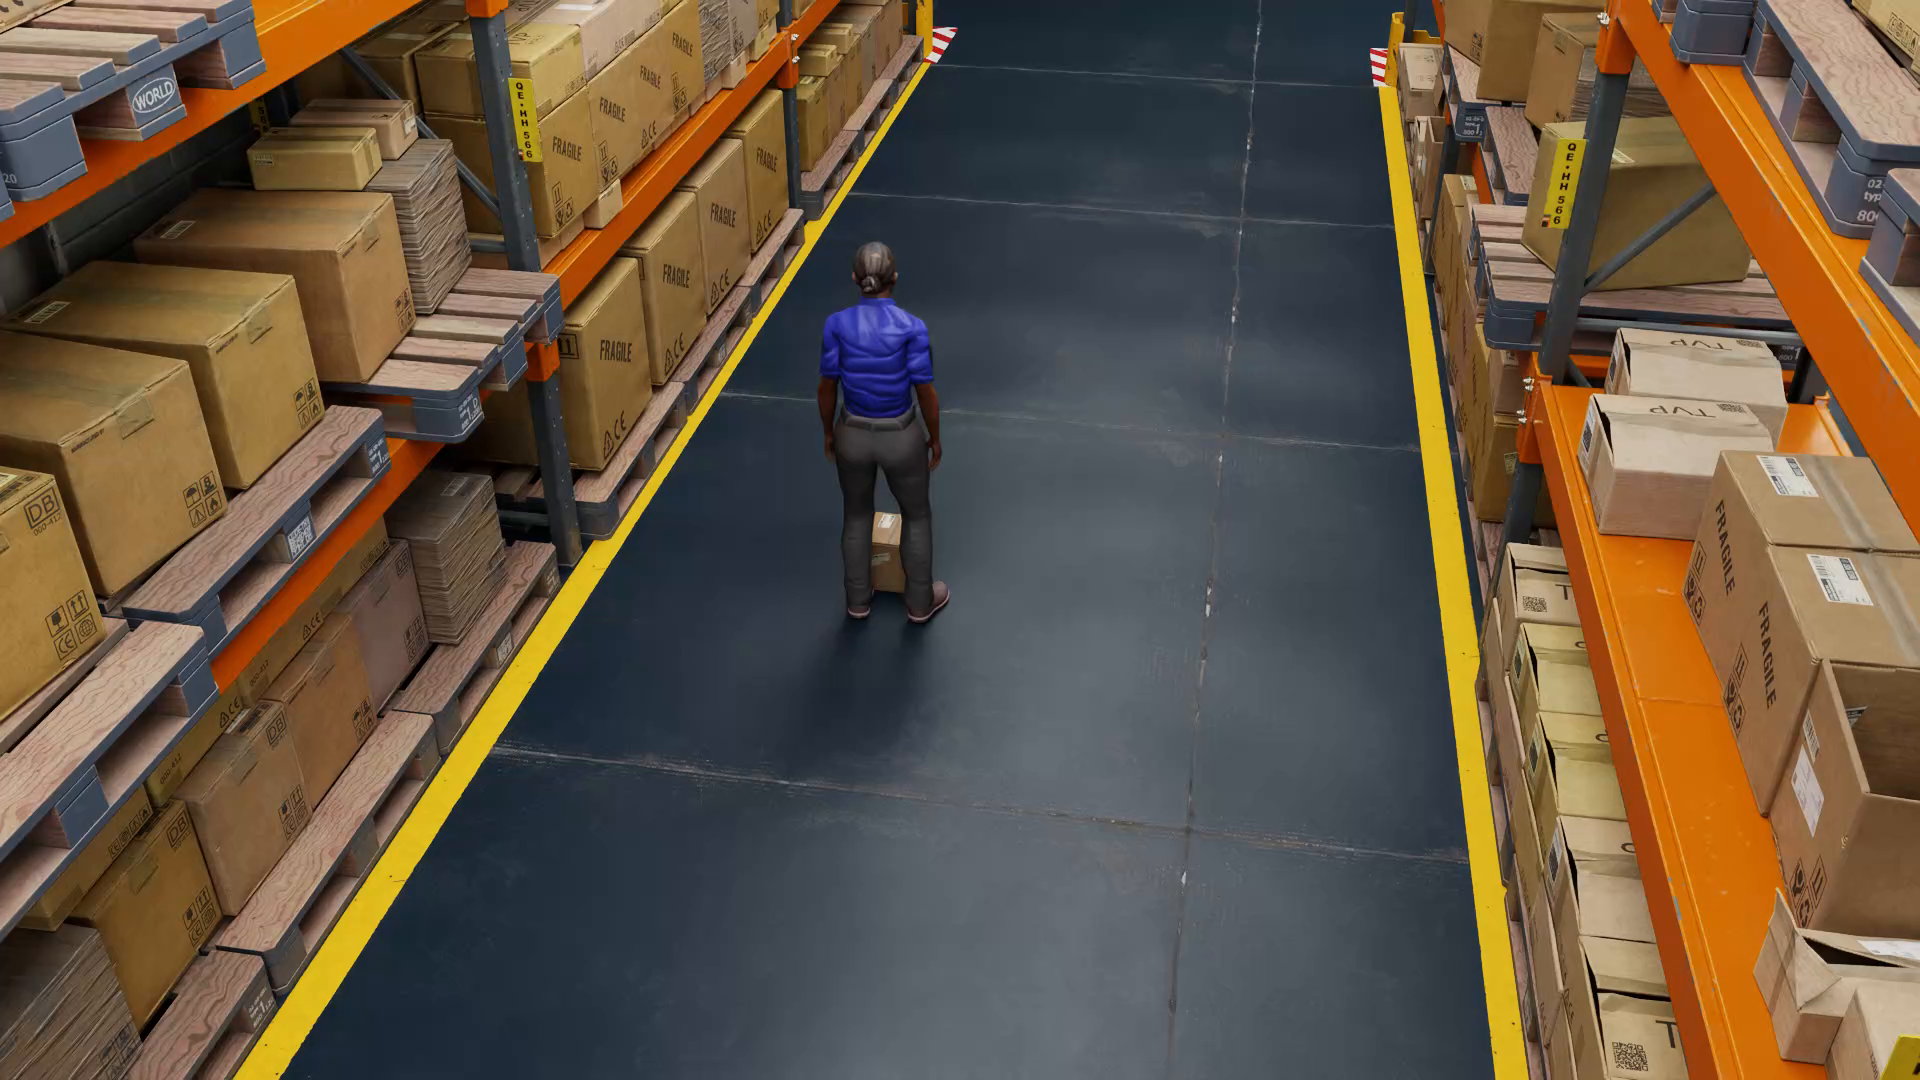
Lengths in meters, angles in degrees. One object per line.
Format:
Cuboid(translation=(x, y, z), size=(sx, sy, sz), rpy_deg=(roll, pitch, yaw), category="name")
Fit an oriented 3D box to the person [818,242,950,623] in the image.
Cuboid(translation=(-0.314, -0.410, 6.783), size=(0.511, 1.654, 0.351), rpy_deg=(5, 33, 8), category="person")
